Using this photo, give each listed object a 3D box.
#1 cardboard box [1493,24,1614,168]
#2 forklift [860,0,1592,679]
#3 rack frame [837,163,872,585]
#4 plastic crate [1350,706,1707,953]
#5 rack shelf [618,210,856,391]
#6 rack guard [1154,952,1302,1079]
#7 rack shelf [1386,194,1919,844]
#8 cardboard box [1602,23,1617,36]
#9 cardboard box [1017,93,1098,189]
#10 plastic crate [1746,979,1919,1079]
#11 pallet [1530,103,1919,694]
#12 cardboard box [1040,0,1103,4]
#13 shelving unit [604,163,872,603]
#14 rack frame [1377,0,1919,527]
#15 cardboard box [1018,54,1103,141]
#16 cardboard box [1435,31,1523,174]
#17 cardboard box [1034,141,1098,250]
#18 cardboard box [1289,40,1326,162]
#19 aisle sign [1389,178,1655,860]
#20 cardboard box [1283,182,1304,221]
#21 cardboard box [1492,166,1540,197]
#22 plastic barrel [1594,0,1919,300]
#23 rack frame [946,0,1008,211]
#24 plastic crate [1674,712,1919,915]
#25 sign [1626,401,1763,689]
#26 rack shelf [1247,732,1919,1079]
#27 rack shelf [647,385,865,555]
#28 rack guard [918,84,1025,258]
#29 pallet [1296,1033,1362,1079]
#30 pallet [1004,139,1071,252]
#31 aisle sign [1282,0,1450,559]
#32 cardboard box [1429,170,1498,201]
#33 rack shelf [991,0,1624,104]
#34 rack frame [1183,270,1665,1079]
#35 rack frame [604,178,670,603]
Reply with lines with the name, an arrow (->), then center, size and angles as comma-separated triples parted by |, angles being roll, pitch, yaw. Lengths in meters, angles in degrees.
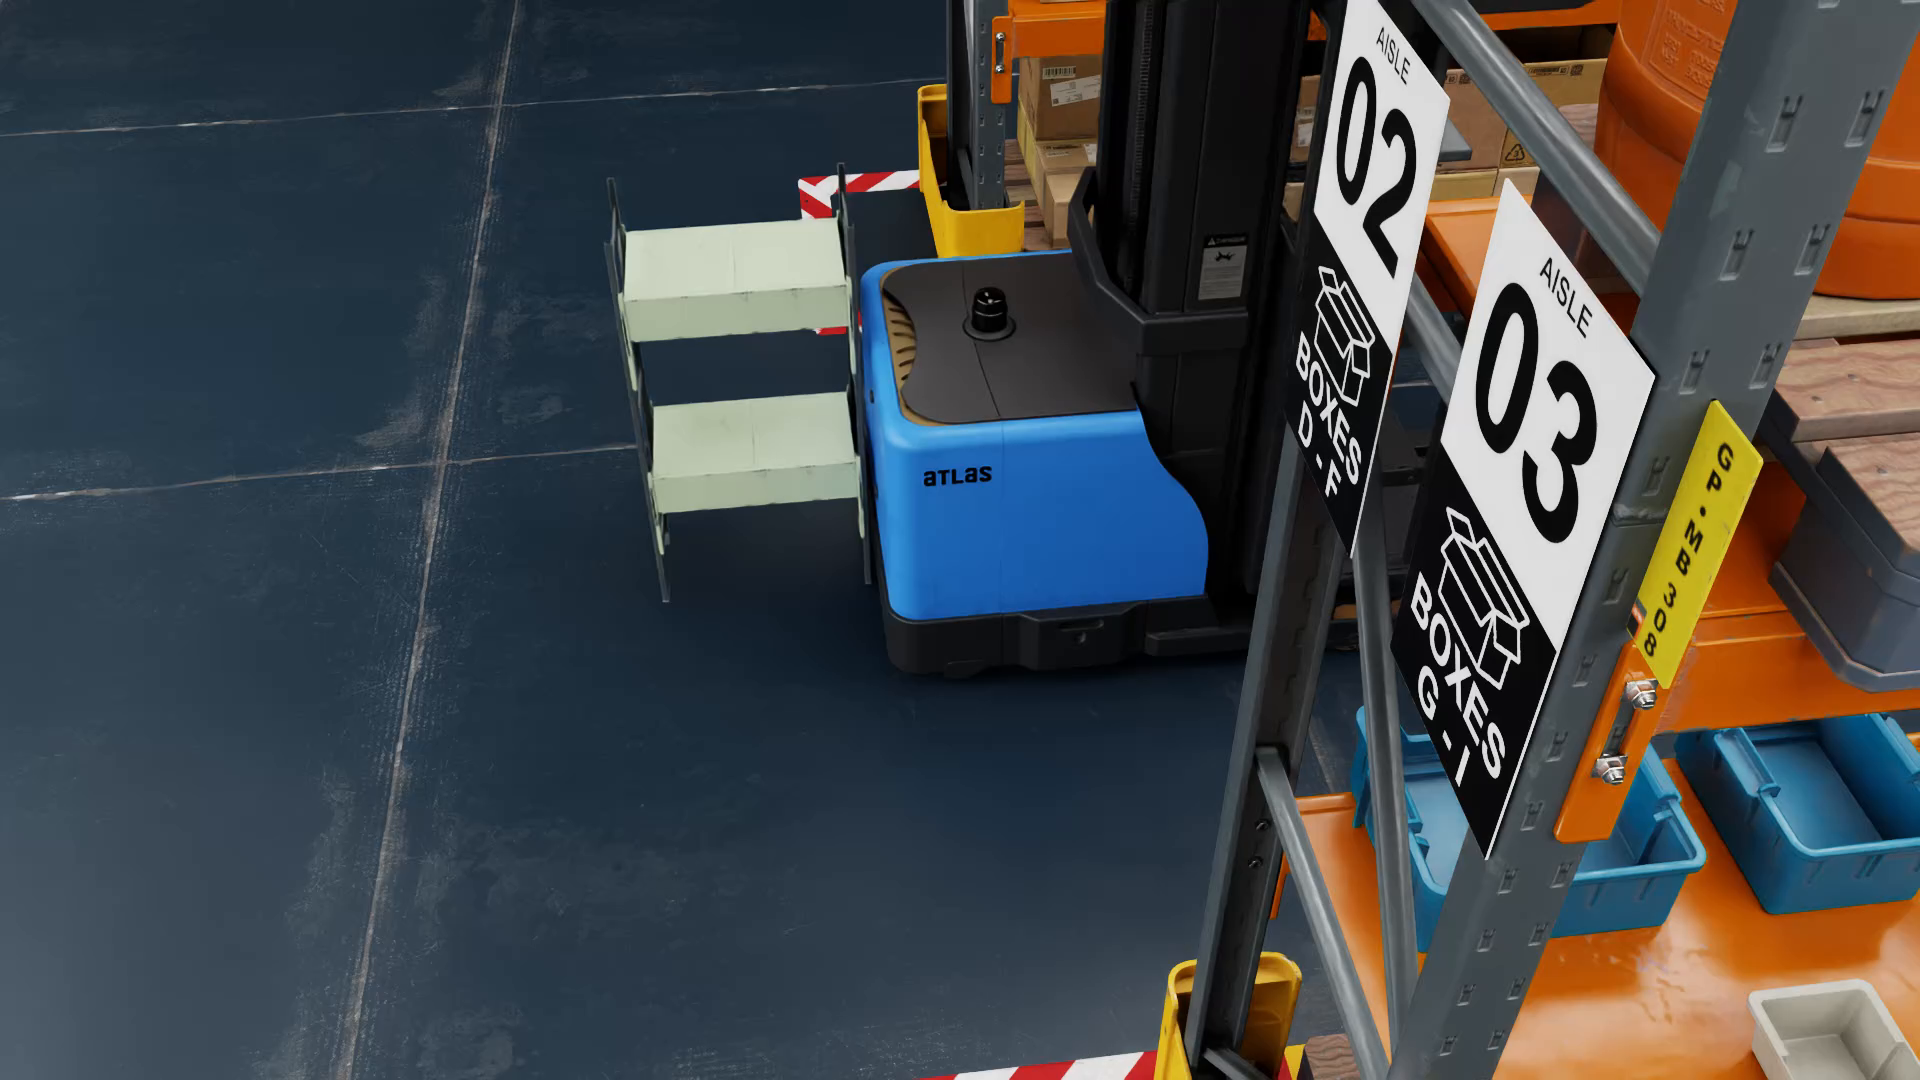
cardboard box -> 2.605, -2.021, 7.430 | 0.500, 0.500, 0.500 | -5, 42, -6
forklift -> 1.201, -1.052, 5.228 | 3.031, 2.935, 1.130 | -5, 42, -6
rack frame -> -0.359, -0.526, 5.713 | 0.023, 1.500, 0.400 | -5, 42, -6
plastic crate -> 1.159, 0.576, 3.483 | 0.616, 0.251, 0.499 | -5, 42, -6
rack shelf -> -0.722, -0.784, 5.416 | 0.720, 0.370, 0.431 | -5, 42, -6
rack guard -> 0.770, 1.653, 4.044 | 0.348, 0.500, 1.175 | -5, 42, -6
rack shelf -> 2.684, -0.258, 2.594 | 4.000, 0.370, 1.077 | -5, 42, -6
cardboard box -> 3.100, -2.067, 7.481 | 0.500, 0.500, 0.500 | -5, 42, -6
cardboard box -> 0.556, -1.905, 7.862 | 0.500, 0.250, 0.500 | -5, 42, -6
plastic crate -> 1.630, 0.997, 3.102 | 0.250, 0.136, 0.298 | -5, 42, -6
pallet -> 1.534, -0.288, 2.231 | 1.213, 0.211, 1.003 | -5, 42, -6
cardboard box -> 0.527, -2.596, 6.814 | 0.500, 0.500, 0.700 | -5, 42, -6
shelving unit -> -0.722, -0.494, 5.678 | 0.755, 1.500, 0.431 | -5, 42, -6
rack frame -> 0.701, -1.465, 1.155 | 0.127, 3.000, 1.000 | -5, 42, -6
cardboard box -> 0.556, -2.185, 7.612 | 0.500, 0.500, 0.500 | -5, 42, -6
cardboard box -> 2.111, -1.968, 7.372 | 0.500, 0.500, 0.500 | -5, 42, -6
cardboard box -> 0.623, -1.561, 7.480 | 0.500, 0.250, 0.500 | -5, 42, -6
cardboard box -> 1.613, -1.936, 7.336 | 0.500, 0.500, 0.500 | -5, 42, -6
aisle sign -> 0.668, -0.002, 2.071 | 0.004, 0.787, 0.394 | -5, 42, -6
cardboard box -> 1.614, -1.650, 7.579 | 0.500, 0.250, 0.500 | -5, 42, -6
cardboard box -> 2.606, -1.734, 7.672 | 0.500, 0.250, 0.500 | -5, 42, -6
plastic barrel -> 1.167, -0.793, 2.016 | 0.708, 0.830, 0.600 | -5, 42, -6
rack frame -> 0.063, -2.527, 6.812 | 0.127, 3.000, 1.000 | -5, 42, -6
plastic crate -> 1.803, 0.523, 3.541 | 0.408, 0.251, 0.499 | -5, 42, -6
sign -> 0.768, 0.011, 1.752 | 0.005, 0.325, 0.100 | -5, 42, -6
rack shelf -> 2.684, 0.856, 3.598 | 4.000, 0.370, 1.077 | -5, 42, -6
rack shelf -> -0.722, -0.252, 5.896 | 0.720, 0.370, 0.431 | -5, 42, -6
rack guard -> 0.039, -1.597, 7.647 | 0.348, 0.500, 1.175 | -5, 42, -6
pallet -> 1.577, 1.693, 4.215 | 1.213, 0.211, 1.003 | -5, 42, -6
pallet -> 0.815, -1.586, 7.851 | 1.213, 0.211, 1.003 | -5, 42, -6
aisle sign -> 0.591, -0.394, 2.506 | 0.004, 0.787, 0.394 | -5, 42, -6
cardboard box -> 2.111, -1.690, 7.624 | 0.500, 0.250, 0.500 | -5, 42, -6
rack shelf -> 2.046, -2.434, 7.246 | 4.000, 0.370, 1.077 | -5, 42, -6
rack frame -> 0.701, 0.763, 3.165 | 0.127, 3.000, 1.000 | -5, 42, -6
rack frame -> -1.085, -0.462, 5.643 | 0.023, 1.500, 0.400 | -5, 42, -6
